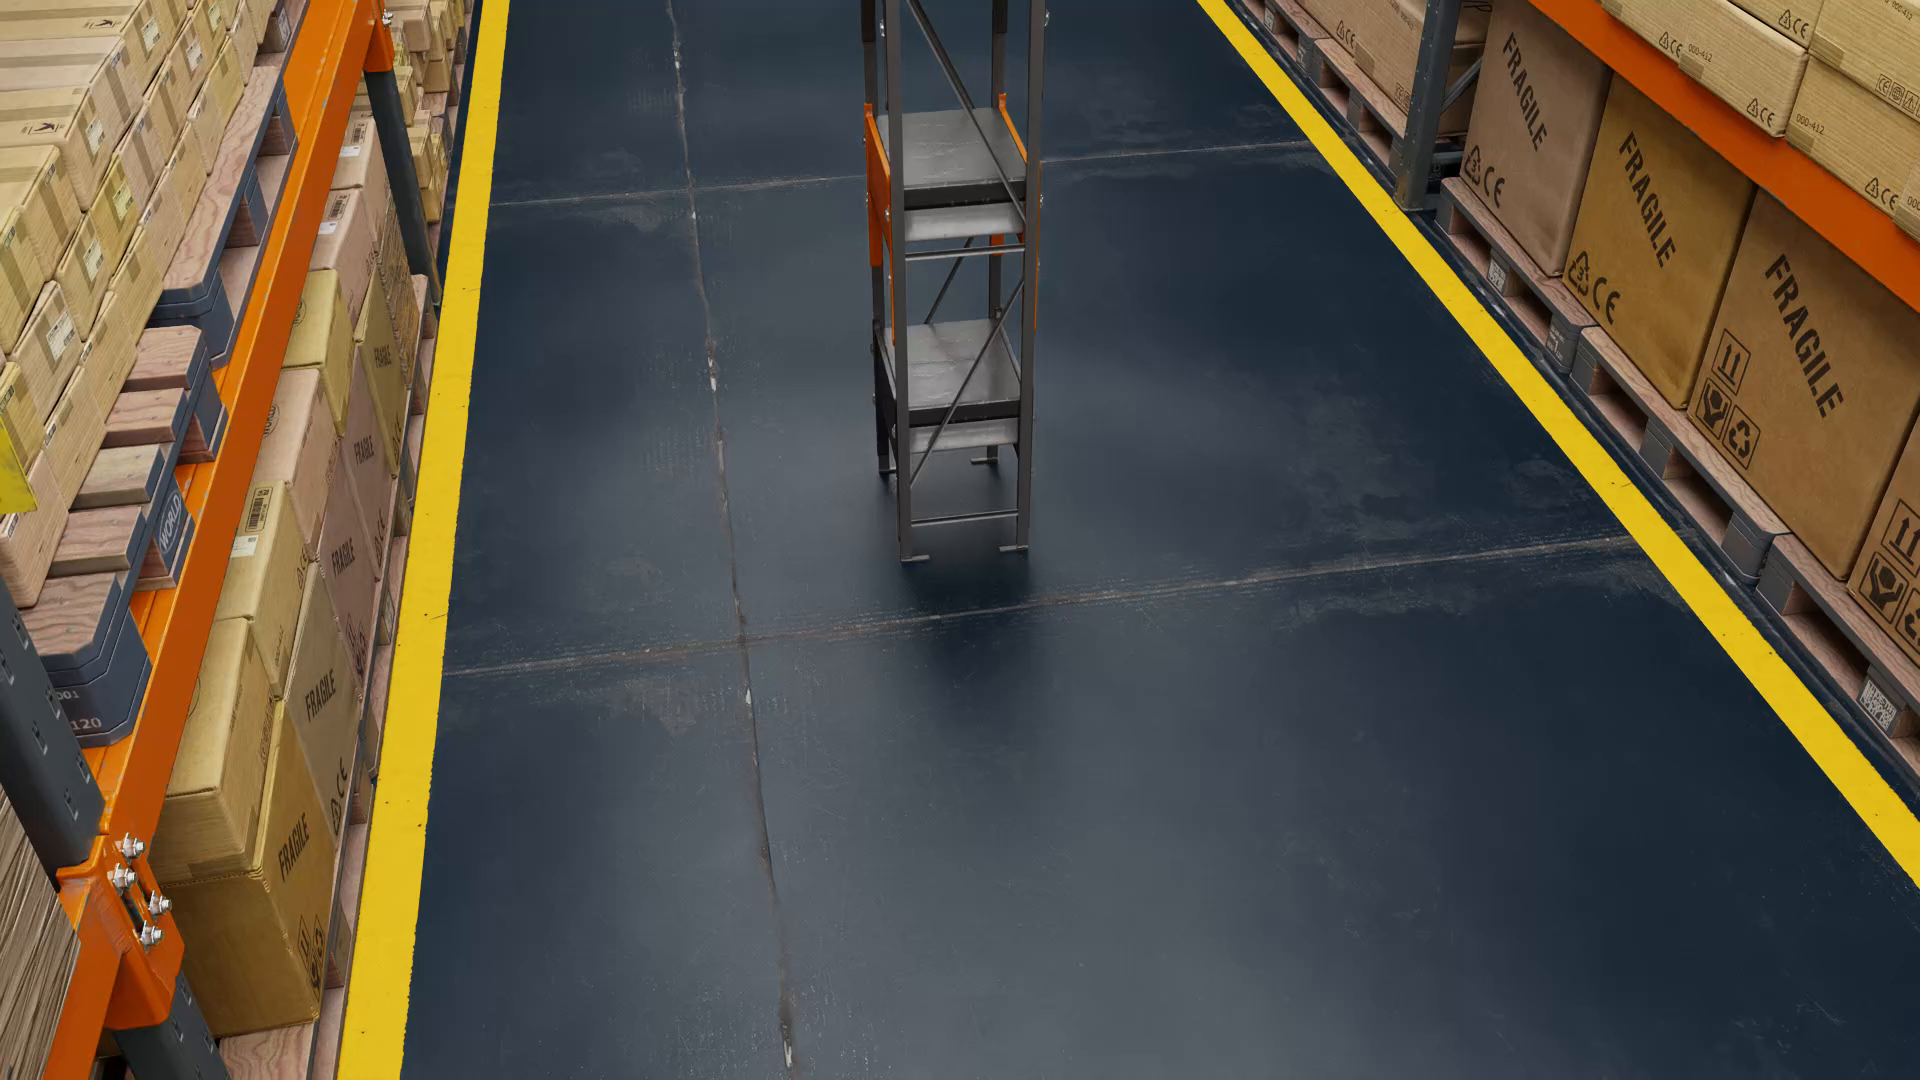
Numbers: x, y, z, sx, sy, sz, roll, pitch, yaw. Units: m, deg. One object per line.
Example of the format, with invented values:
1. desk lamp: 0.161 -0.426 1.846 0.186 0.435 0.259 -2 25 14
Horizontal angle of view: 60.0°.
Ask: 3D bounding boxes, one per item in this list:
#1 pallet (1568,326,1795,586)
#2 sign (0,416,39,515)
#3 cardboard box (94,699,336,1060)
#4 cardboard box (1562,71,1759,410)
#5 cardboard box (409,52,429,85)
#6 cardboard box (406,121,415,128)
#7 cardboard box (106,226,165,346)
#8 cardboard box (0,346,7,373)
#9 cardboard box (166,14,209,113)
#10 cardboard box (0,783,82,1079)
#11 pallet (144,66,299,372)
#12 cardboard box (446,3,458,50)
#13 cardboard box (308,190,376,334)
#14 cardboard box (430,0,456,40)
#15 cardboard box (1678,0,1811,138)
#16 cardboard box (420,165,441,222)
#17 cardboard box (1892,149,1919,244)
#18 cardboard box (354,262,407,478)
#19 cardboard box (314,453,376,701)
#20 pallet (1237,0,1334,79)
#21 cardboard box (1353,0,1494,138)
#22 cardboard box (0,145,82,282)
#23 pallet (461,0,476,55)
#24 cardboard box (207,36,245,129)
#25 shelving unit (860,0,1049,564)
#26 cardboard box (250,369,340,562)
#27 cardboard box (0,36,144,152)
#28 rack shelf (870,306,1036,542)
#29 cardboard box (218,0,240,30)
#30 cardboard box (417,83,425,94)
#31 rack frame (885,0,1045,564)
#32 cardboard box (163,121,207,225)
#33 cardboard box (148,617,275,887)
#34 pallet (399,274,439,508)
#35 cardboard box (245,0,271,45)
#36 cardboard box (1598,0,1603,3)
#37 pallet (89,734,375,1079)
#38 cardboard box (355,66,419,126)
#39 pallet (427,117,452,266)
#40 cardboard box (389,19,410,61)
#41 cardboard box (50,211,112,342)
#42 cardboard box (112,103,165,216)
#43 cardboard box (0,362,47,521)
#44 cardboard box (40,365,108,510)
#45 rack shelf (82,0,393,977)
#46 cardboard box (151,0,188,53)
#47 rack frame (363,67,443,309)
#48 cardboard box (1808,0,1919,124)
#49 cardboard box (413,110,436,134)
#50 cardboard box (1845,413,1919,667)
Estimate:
1. pallet: 2.780 -0.356 5.536 1.003 0.211 1.213 -6 38 -8
2. sign: -1.255 -0.163 2.071 0.100 0.325 0.005 -6 38 -8
3. cardboard box: -1.674 0.723 3.570 0.500 0.500 0.500 -8 39 -10
4. cardboard box: 2.707 -1.069 5.571 0.875 0.875 0.875 -5 38 -7
5. cardboard box: -2.531 -2.089 7.233 0.380 0.149 0.250 -5 38 -6
6. cardboard box: -2.383 -1.614 6.621 0.380 0.149 0.250 -6 38 -8
7. cardboard box: -1.824 -0.490 3.298 0.380 0.149 0.250 -5 38 -6
8. cardboard box: -1.692 -0.248 2.502 0.380 0.149 0.250 -6 38 -8
9. cardboard box: -1.966 -1.082 3.817 0.380 0.149 0.250 -5 38 -6
10. cardboard box: -1.458 0.560 2.003 0.500 0.500 0.500 -6 38 -8
11. pallet: -2.188 -0.759 3.939 1.003 0.211 1.213 -6 38 -8
12. cardboard box: -2.609 -2.445 7.933 0.380 0.149 0.250 -6 38 -7
13. cardboard box: -2.046 -0.800 4.919 0.500 0.250 0.500 -5 38 -6
14. cardboard box: -2.531 -2.400 7.633 0.380 0.149 0.250 -6 38 -7
15. cardboard box: 2.416 -1.373 4.695 0.500 0.250 0.500 -7 38 -9
16. cardboard box: -2.250 -1.354 6.530 0.380 0.149 0.250 -8 39 -10
17. cardboard box: 2.605 -0.762 3.909 0.500 0.250 0.500 -6 38 -7
18. cardboard box: -2.035 -0.509 5.155 0.500 0.500 0.500 -7 38 -9
19. cardboard box: -1.860 0.110 4.359 0.500 0.500 0.500 -7 38 -9
20. pallet: 2.080 -2.758 8.628 1.003 0.211 1.213 -6 38 -8
21. cardboard box: 2.349 -2.198 7.380 0.875 0.438 0.875 -7 38 -9
22. cardboard box: -1.780 -0.556 2.898 0.380 0.149 0.250 -6 38 -8
23. pallet: -3.083 -2.834 8.726 1.003 0.211 1.213 -6 38 -8
24. cardboard box: -2.006 -1.121 4.111 0.380 0.149 0.250 -5 38 -6
25. shelving unit: -0.029 -0.929 4.735 0.431 2.100 0.503 -6 38 -8
26. cardboard box: -1.847 -0.168 4.105 0.500 0.250 0.500 -6 38 -8
27. cardboard box: -1.875 -0.879 3.314 0.380 0.149 0.250 -5 38 -6
28. rack shelf: -0.029 -0.366 5.172 0.431 0.518 0.480 -6 38 -8
29. cardboard box: -2.053 -1.394 4.219 0.380 0.149 0.250 -8 39 -10
30. cardboard box: -2.566 -1.966 7.317 0.380 0.149 0.250 -8 39 -10
31. rack frame: 0.014 -0.782 4.545 0.400 2.100 0.015 -6 38 -8
32. cardboard box: -1.915 -0.803 3.701 0.380 0.149 0.250 -6 38 -7
33. cardboard box: -1.683 0.439 3.324 0.500 0.250 0.500 -8 39 -10
34. pallet: -2.364 -0.489 5.707 1.003 0.211 1.213 -6 38 -8
35. cardboard box: -2.106 -1.449 4.532 0.380 0.149 0.250 -8 39 -10
36. cardboard box: 2.263 -1.987 5.485 0.500 0.250 0.500 -7 38 -9
37. pallet: -1.936 0.985 3.810 1.003 0.211 1.213 -6 38 -8
38. cardboard box: -2.349 -1.738 6.538 0.380 0.149 0.250 -4 38 -6
39. pallet: -2.655 -1.360 6.829 1.003 0.211 1.213 -6 38 -8
40. cardboard box: -2.510 -2.040 6.928 0.380 0.149 0.250 -7 38 -9
41. cardboard box: -1.788 -0.466 3.025 0.380 0.149 0.250 -7 38 -9
42. cardboard box: -1.875 -0.769 3.415 0.380 0.149 0.250 -6 38 -8
43. cardboard box: -1.688 -0.141 2.607 0.380 0.149 0.250 -5 38 -6
44. cardboard box: -1.727 -0.164 2.879 0.380 0.149 0.250 -4 38 -6
45. rack shelf: -2.152 -0.568 4.122 1.077 0.370 4.000 -6 38 -8
46. cardboard box: -1.963 -1.190 3.714 0.380 0.149 0.250 -7 38 -9
47. rack frame: -2.502 -2.060 5.456 1.000 3.000 0.127 -6 38 -8
48. cardboard box: 2.516 -1.257 4.138 0.500 0.250 0.500 -7 38 -9
49. cardboard box: -2.391 -1.660 6.923 0.380 0.149 0.250 -6 38 -8
50. cardboard box: 3.015 0.010 4.182 0.875 0.875 0.875 -7 38 -8
